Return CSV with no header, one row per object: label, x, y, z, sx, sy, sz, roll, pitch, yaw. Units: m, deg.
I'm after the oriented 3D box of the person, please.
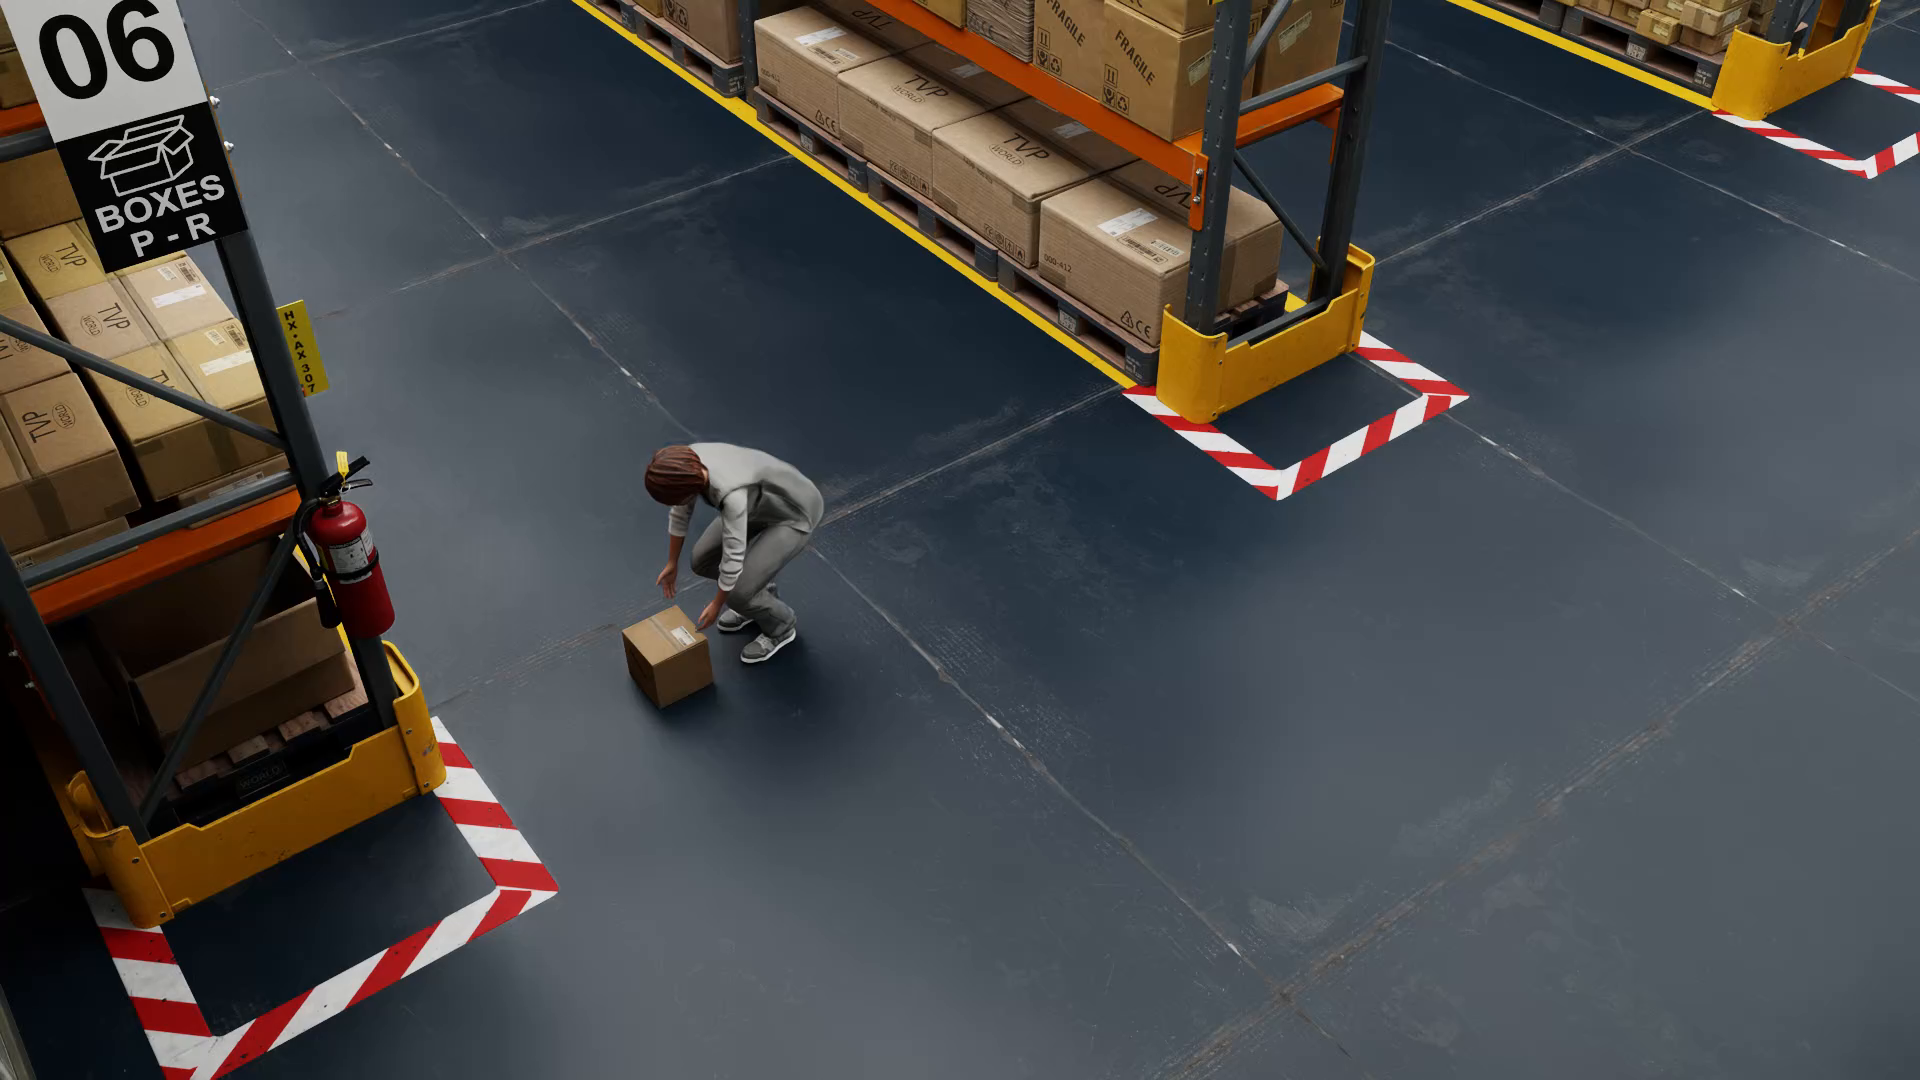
person,-0.856,0.006,6.530,0.736,1.115,0.463,-27,47,-27
